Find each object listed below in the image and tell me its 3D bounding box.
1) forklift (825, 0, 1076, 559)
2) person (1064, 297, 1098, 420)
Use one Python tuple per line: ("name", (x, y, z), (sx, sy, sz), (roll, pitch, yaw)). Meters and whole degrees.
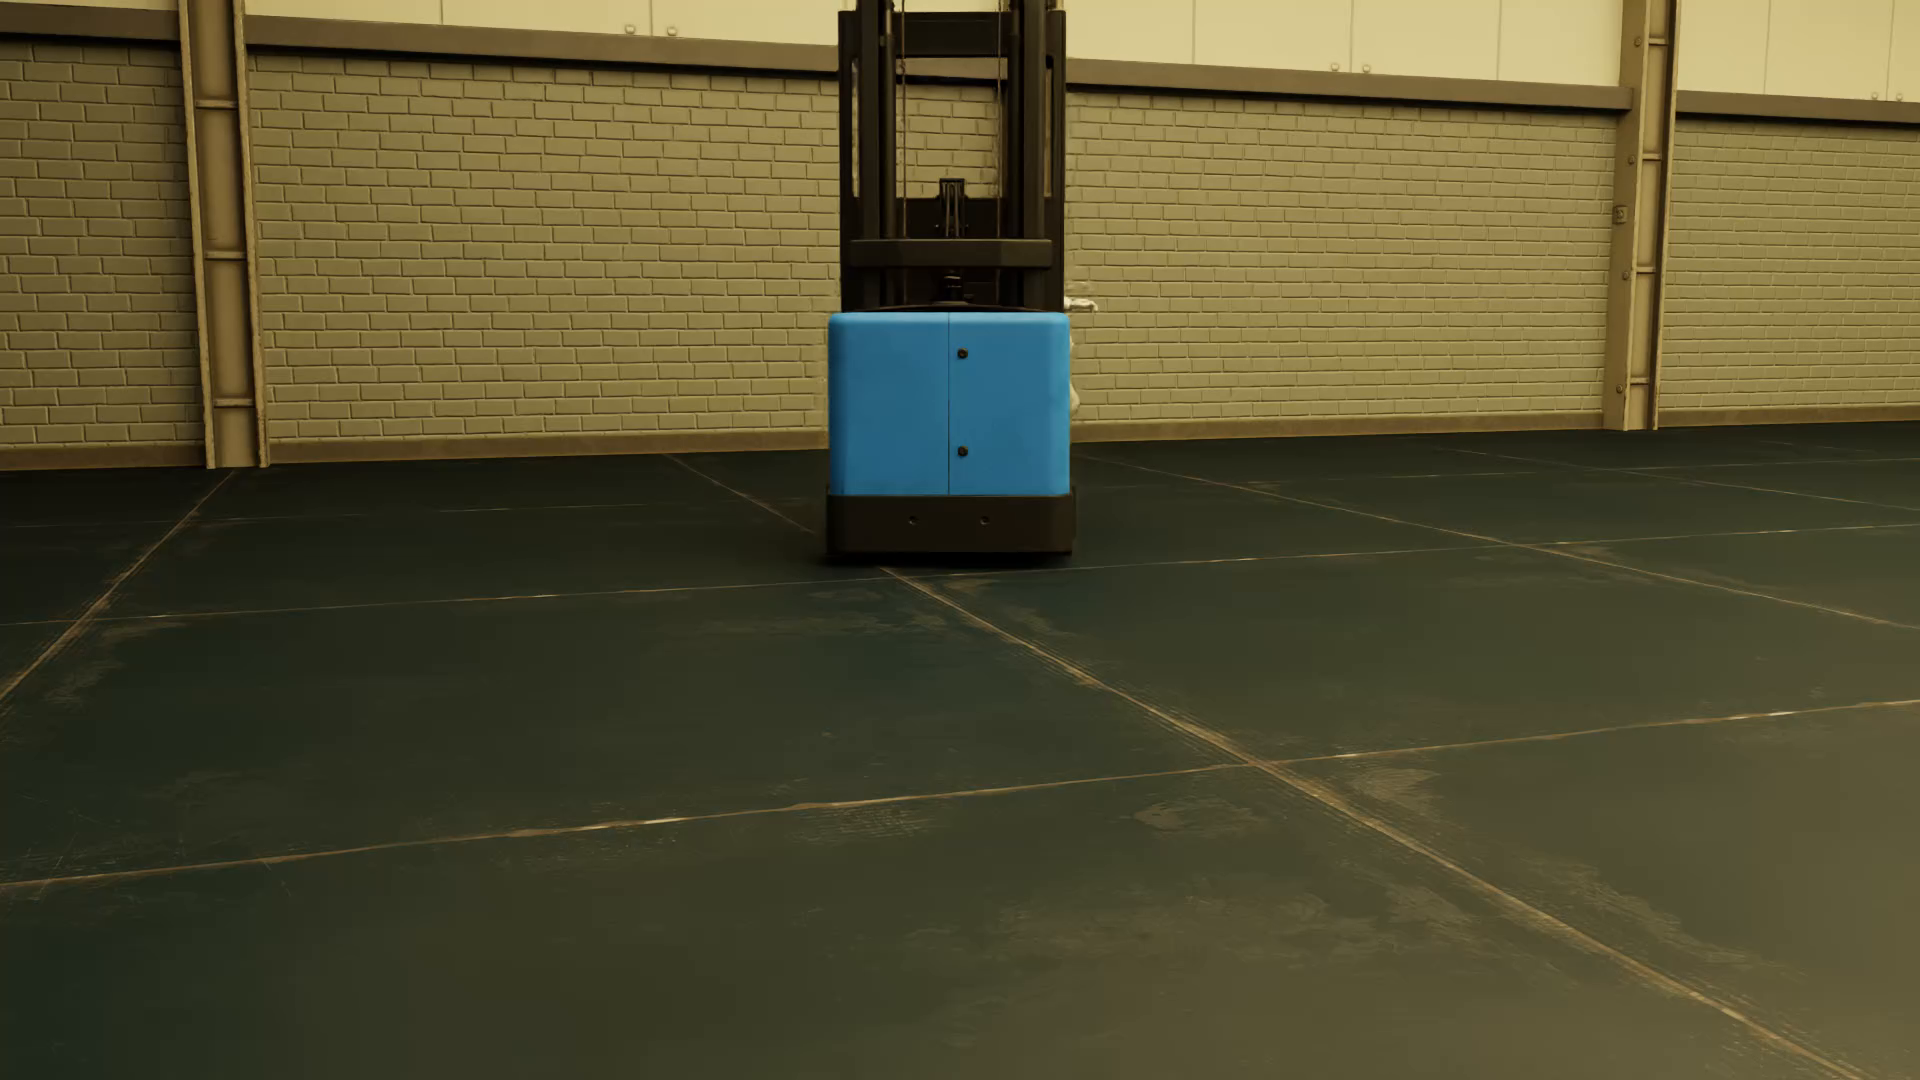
("forklift", (-0.036, -1.533, 8.317), (1.130, 2.935, 3.031), (0, 8, 0))
("person", (0.380, -0.957, 9.140), (0.819, 1.518, 0.819), (0, 8, -3))
